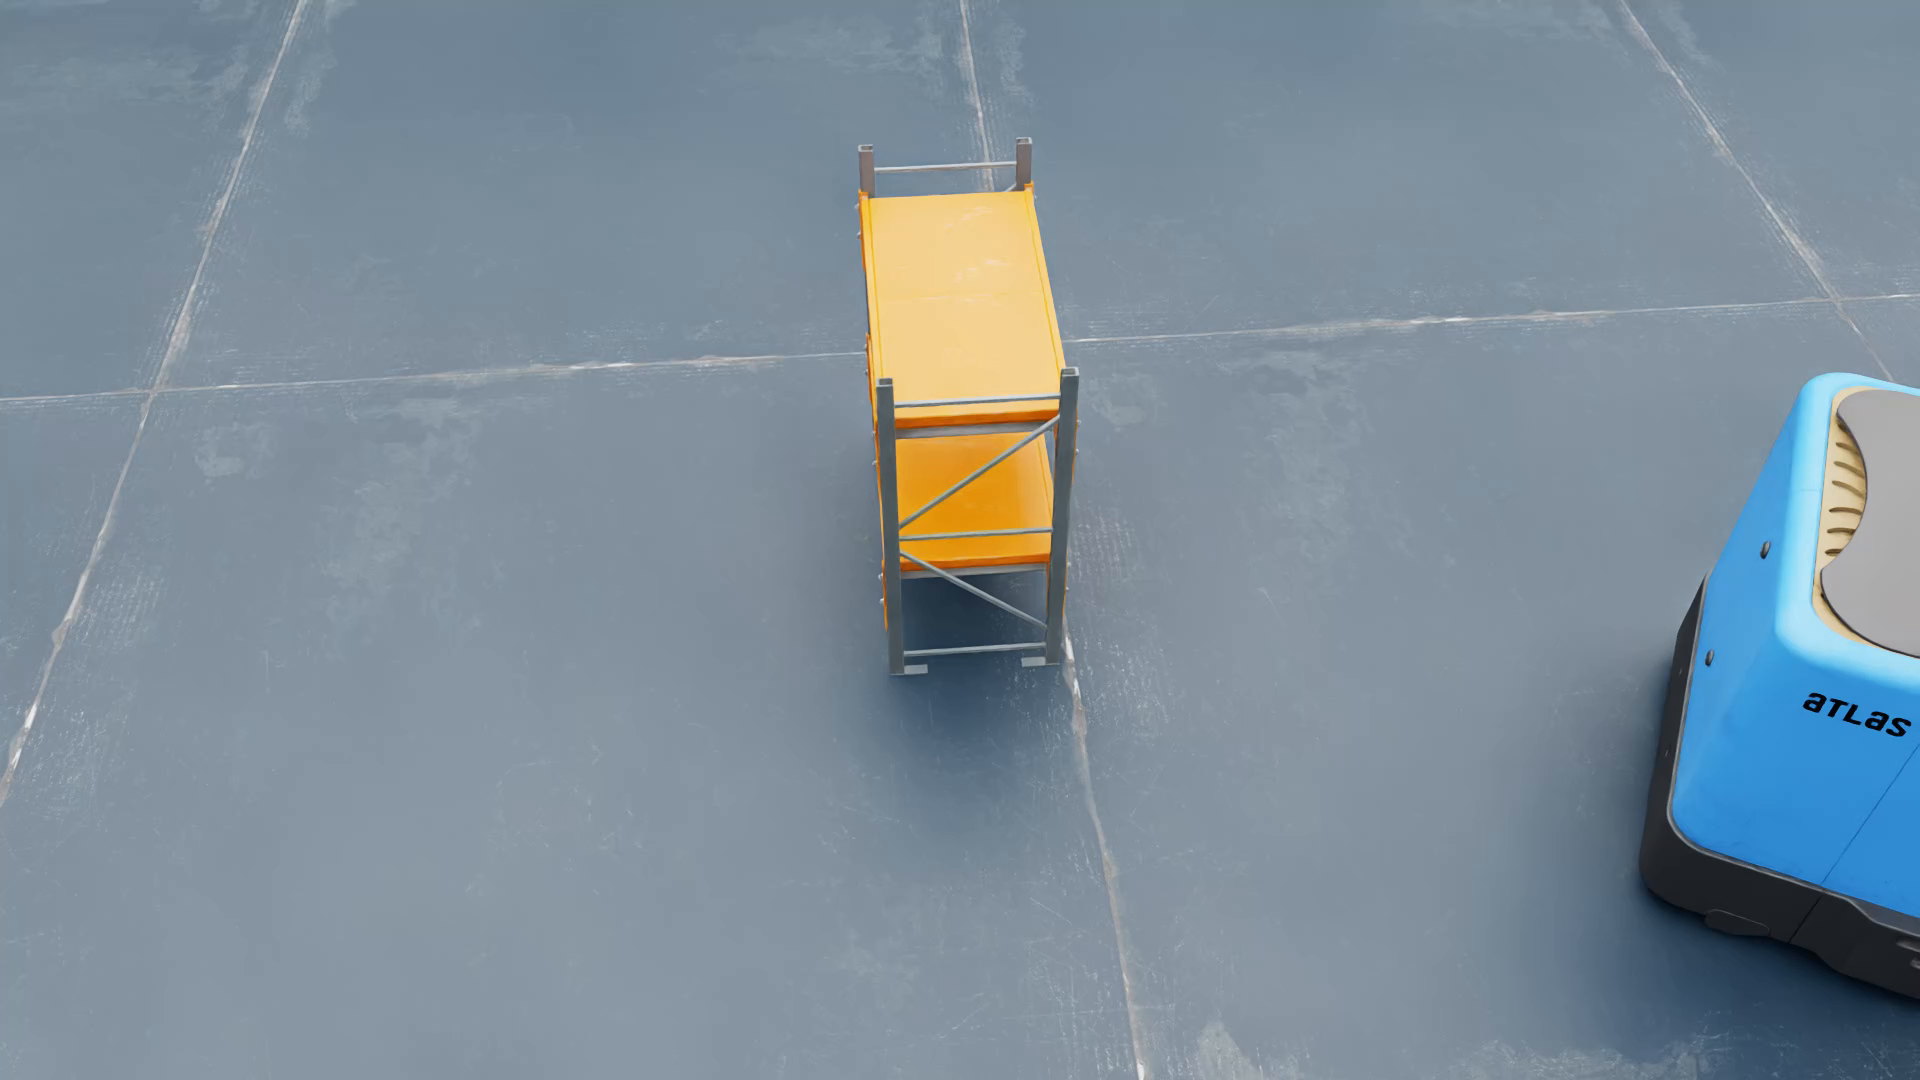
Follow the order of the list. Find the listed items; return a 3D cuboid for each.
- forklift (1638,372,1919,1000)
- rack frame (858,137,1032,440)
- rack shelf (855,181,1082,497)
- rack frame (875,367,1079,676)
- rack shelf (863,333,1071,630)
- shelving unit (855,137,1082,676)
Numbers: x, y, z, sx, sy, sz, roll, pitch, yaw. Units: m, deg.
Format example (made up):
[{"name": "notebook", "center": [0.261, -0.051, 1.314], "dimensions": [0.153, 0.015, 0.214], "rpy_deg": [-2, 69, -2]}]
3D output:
[{"name": "forklift", "center": [3.336, 0.032, 3.201], "dimensions": [3.031, 2.935, 1.130], "rpy_deg": [17, 49, 16]}, {"name": "rack frame", "center": [-0.042, -0.750, 5.185], "dimensions": [0.500, 1.125, 0.032], "rpy_deg": [-3, 47, -3]}, {"name": "rack shelf", "center": [0.001, -0.583, 4.624], "dimensions": [0.538, 0.278, 1.000], "rpy_deg": [-3, 47, -3]}, {"name": "rack frame", "center": [0.043, -0.014, 4.489], "dimensions": [0.500, 1.125, 0.032], "rpy_deg": [-3, 47, -3]}, {"name": "rack shelf", "center": [0.001, -0.214, 5.014], "dimensions": [0.538, 0.278, 1.000], "rpy_deg": [-3, 47, -3]}, {"name": "shelving unit", "center": [0.001, -0.382, 4.837], "dimensions": [0.538, 1.125, 1.048], "rpy_deg": [-3, 47, -3]}]
